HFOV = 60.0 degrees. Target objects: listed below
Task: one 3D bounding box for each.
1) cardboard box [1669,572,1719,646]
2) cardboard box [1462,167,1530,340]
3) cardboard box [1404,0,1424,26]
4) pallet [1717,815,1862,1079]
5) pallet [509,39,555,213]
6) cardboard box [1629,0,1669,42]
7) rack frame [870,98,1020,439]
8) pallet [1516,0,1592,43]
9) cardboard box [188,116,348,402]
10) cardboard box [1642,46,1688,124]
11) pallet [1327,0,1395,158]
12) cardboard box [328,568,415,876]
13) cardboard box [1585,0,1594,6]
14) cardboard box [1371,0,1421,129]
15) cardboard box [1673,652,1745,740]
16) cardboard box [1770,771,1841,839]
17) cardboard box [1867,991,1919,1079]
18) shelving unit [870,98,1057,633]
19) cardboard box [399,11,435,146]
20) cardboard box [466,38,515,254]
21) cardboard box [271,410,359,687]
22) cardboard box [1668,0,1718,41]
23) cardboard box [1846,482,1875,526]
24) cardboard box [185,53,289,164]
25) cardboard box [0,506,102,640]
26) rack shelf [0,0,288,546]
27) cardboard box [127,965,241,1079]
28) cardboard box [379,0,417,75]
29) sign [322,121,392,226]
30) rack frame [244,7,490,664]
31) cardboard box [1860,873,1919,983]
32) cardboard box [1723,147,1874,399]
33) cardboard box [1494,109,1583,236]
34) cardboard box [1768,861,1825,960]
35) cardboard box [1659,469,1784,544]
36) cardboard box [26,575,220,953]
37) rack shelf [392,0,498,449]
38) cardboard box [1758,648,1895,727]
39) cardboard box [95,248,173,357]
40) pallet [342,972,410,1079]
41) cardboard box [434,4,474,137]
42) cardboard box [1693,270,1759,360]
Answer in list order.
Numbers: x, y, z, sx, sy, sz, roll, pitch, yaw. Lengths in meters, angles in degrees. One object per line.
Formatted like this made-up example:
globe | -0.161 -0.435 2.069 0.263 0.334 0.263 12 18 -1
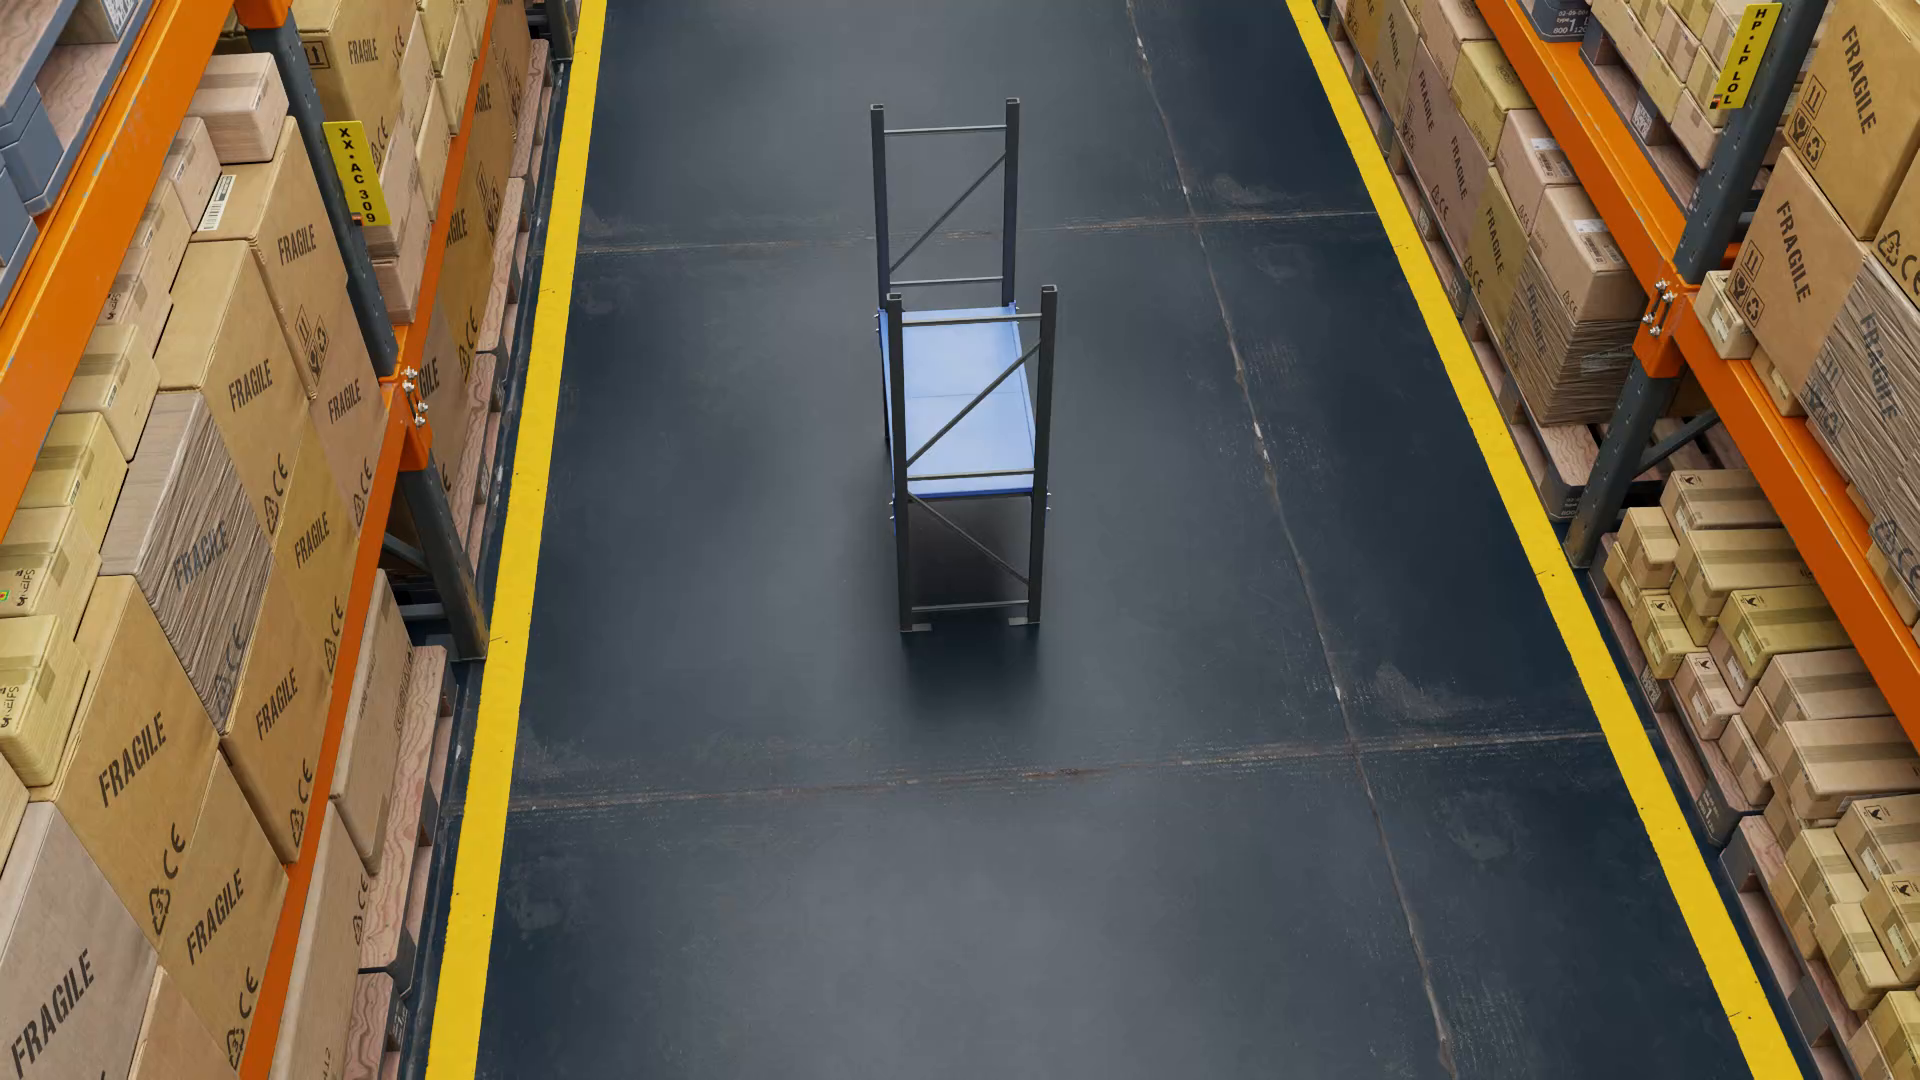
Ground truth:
cardboard box | 2.578 0.199 5.465 0.380 0.149 0.250 -3 47 -3
cardboard box | 2.401 -1.170 6.724 0.500 0.500 0.500 -4 47 -4
cardboard box | 2.280 -2.550 7.515 0.500 0.250 0.500 -4 47 -4
pallet | 2.953 1.334 4.841 1.003 0.211 1.213 -3 47 -3
pallet | -2.512 -1.980 7.980 1.003 0.211 1.213 -3 47 -3
cardboard box | 2.485 -1.800 5.568 0.380 0.149 0.250 -2 47 -2
rack frame | -0.050 -0.945 6.112 0.500 1.500 0.032 -3 47 -3
pallet | 2.628 -2.392 6.581 1.003 0.211 1.213 -3 47 -3
cardboard box | -1.853 -0.673 4.064 0.500 0.500 0.500 -4 47 -4
cardboard box | 2.503 -1.515 5.503 0.380 0.149 0.250 -3 47 -3
pallet | 2.485 -2.363 8.343 1.003 0.211 1.213 -3 47 -3
cardboard box | -2.222 0.578 5.112 0.875 0.438 0.875 -4 47 -4
cardboard box | 2.435 -2.078 6.035 0.380 0.149 0.250 -5 47 -5
cardboard box | 2.272 -2.282 7.777 0.500 0.500 0.500 -3 47 -3
cardboard box | 2.561 0.495 5.390 0.380 0.149 0.250 -4 47 -3
cardboard box | 2.654 0.769 4.925 0.380 0.149 0.250 -2 47 -1
cardboard box | 2.658 1.333 4.391 0.380 0.149 0.250 -1 47 -1
shelving unit | -0.007 -0.577 5.764 0.538 1.500 1.048 -3 47 -3
cardboard box | -1.995 -1.451 5.317 0.500 0.250 0.500 -3 47 -3
cardboard box | -2.457 -1.777 7.041 0.875 0.875 0.875 -3 47 -3
cardboard box | -1.826 0.038 4.079 0.500 0.500 0.500 -5 47 -4
cardboard box | 2.505 -1.729 5.296 0.380 0.149 0.250 -5 47 -4
cardboard box | 2.641 -0.113 4.464 0.380 0.149 0.250 -5 47 -5
cardboard box | -1.825 -1.017 3.943 0.380 0.149 0.250 -4 47 -4
cardboard box | -1.746 0.088 2.896 0.380 0.149 0.250 -3 47 -3
rack shelf | -2.001 0.043 2.573 1.077 0.370 4.000 -3 47 -3
cardboard box | -1.682 1.142 3.034 0.500 0.500 0.500 -4 47 -4
cardboard box | -1.989 -1.700 5.037 0.500 0.500 0.500 -4 47 -4
sign | -1.615 -0.979 4.461 0.100 0.325 0.005 -3 47 -3
rack frame | -2.168 -0.620 4.771 1.000 3.000 0.127 -3 47 -3
cardboard box | 2.684 1.032 4.471 0.380 0.149 0.250 -3 47 -3
cardboard box | 2.547 -0.757 4.627 0.500 0.500 0.500 -4 47 -4
cardboard box | 2.412 -1.432 6.457 0.500 0.250 0.500 -1 47 -1
cardboard box | 2.616 1.062 4.853 0.380 0.149 0.250 -5 47 -4
cardboard box | 2.579 -0.100 5.544 0.380 0.149 0.250 -2 47 -2
cardboard box | -1.733 0.425 3.024 0.500 0.500 0.500 -3 47 -3
rack shelf | -2.335 -1.819 6.402 1.077 0.370 4.000 -3 47 -3
cardboard box | 2.657 0.470 5.004 0.380 0.149 0.250 -5 47 -4
cardboard box | -1.861 -0.457 3.412 0.380 0.149 0.250 -4 47 -4
pallet | -2.077 1.779 4.420 1.003 0.211 1.213 -3 47 -3
cardboard box | -2.014 -1.648 5.849 0.500 0.250 0.500 -4 47 -4
cardboard box | 2.454 -0.682 5.003 0.380 0.149 0.250 -2 47 -2
